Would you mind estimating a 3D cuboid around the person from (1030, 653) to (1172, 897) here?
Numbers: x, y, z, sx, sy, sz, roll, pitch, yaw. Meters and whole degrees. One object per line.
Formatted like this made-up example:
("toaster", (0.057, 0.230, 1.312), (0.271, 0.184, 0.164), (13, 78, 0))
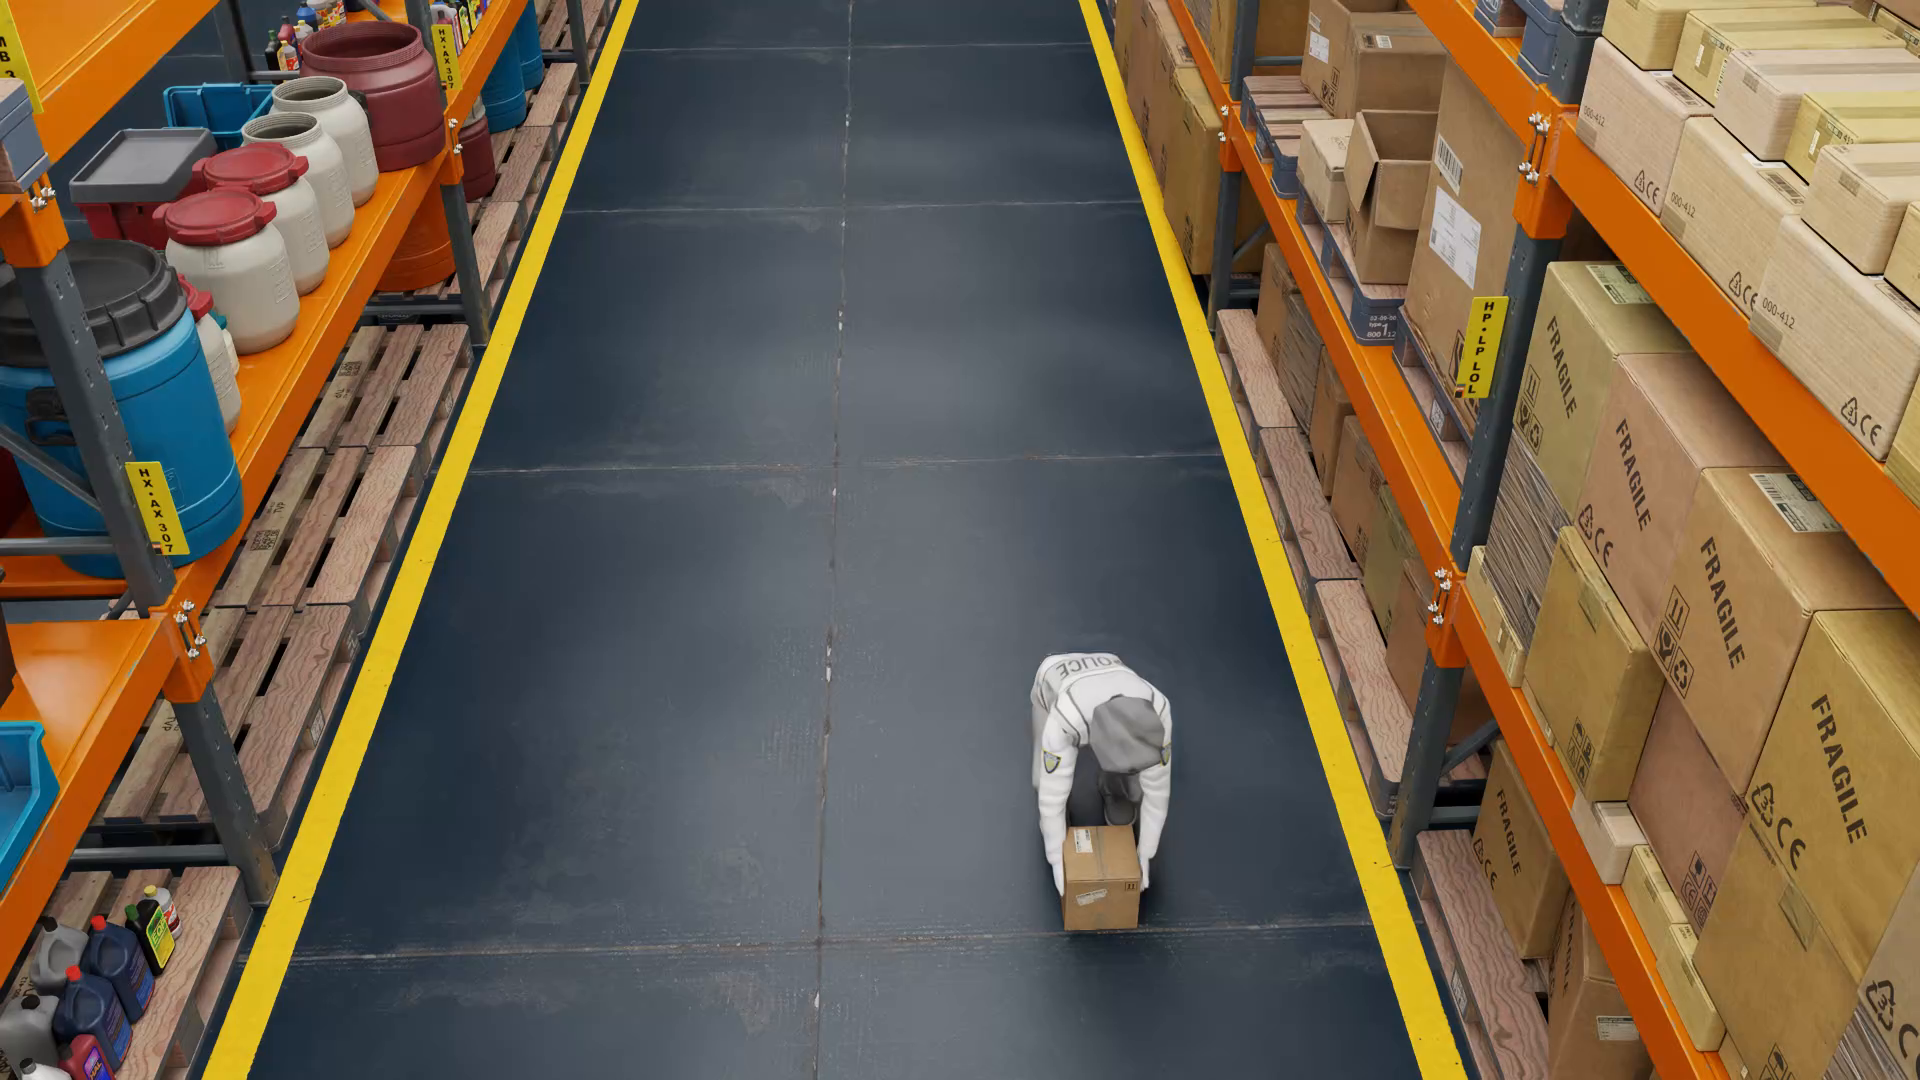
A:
("person", (0.483, 0.724, 5.817), (0.475, 0.876, 0.857), (-1, 35, -2))
